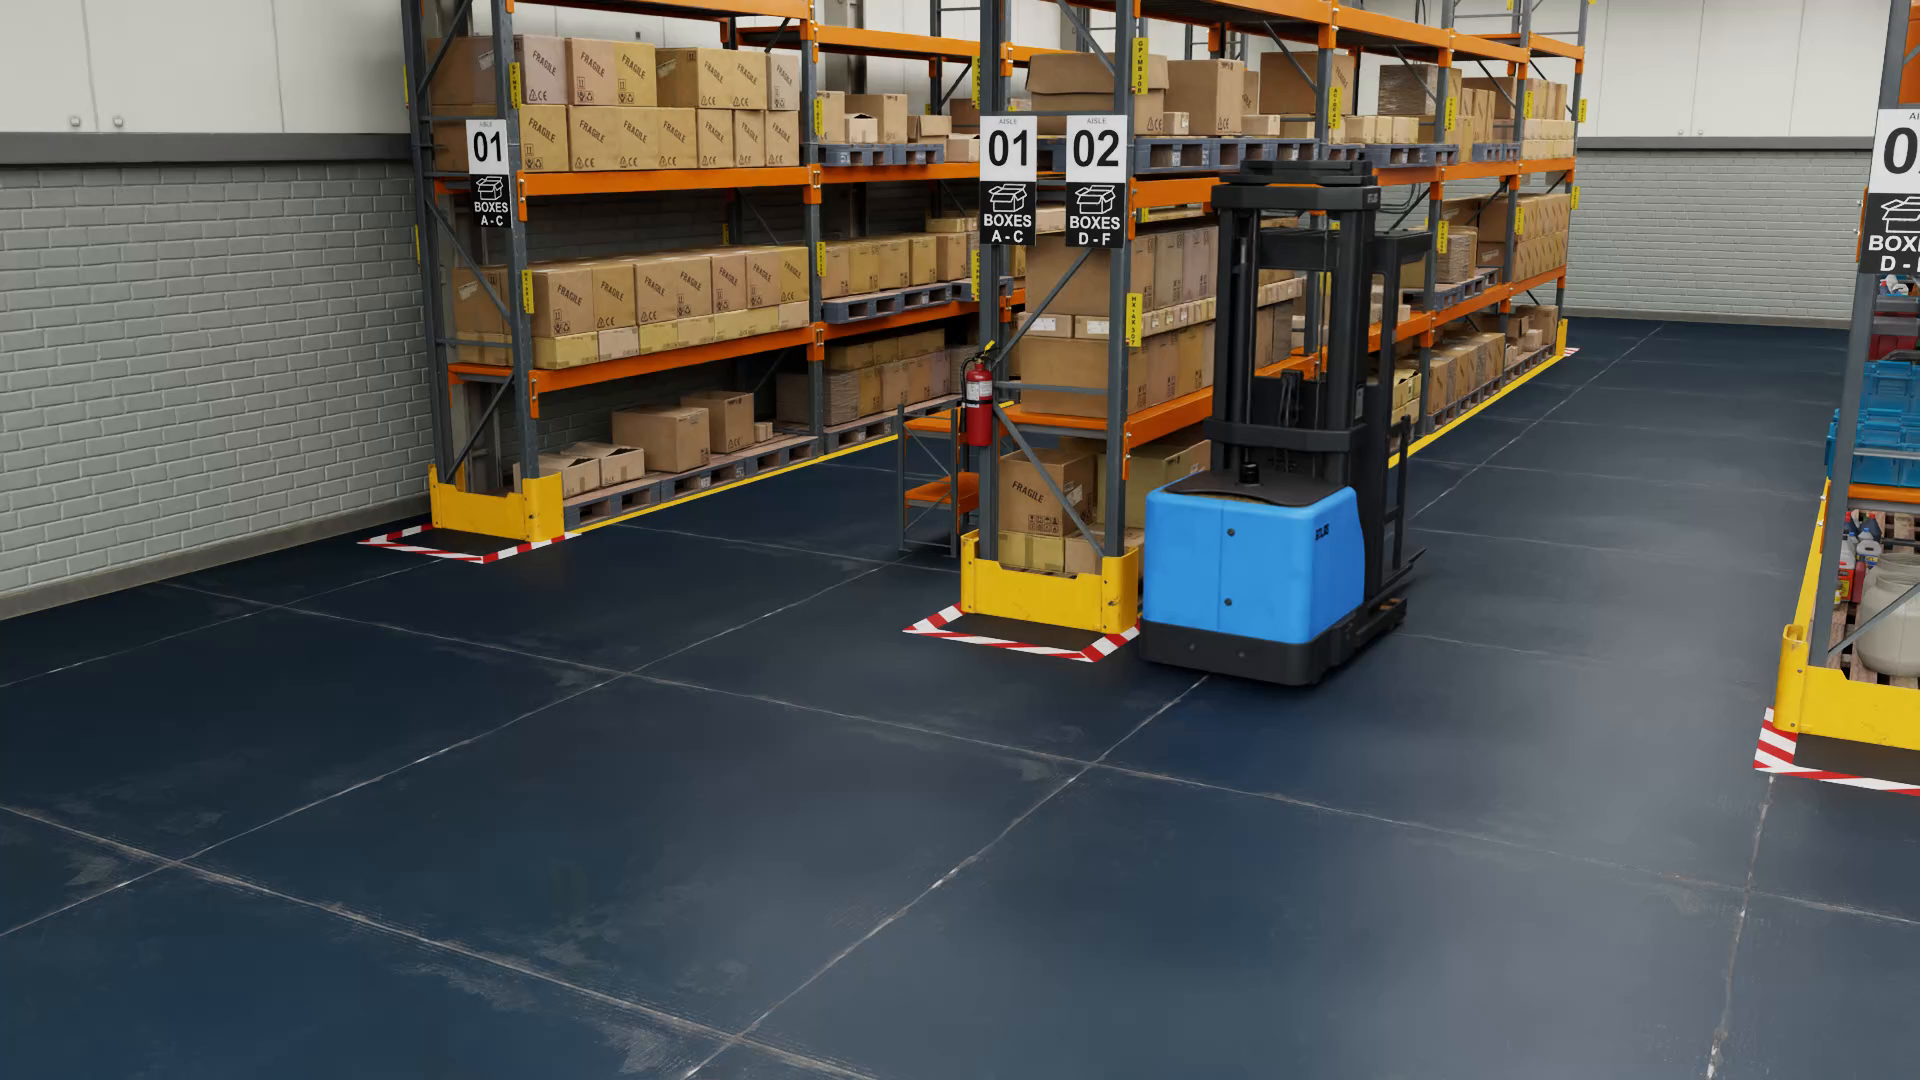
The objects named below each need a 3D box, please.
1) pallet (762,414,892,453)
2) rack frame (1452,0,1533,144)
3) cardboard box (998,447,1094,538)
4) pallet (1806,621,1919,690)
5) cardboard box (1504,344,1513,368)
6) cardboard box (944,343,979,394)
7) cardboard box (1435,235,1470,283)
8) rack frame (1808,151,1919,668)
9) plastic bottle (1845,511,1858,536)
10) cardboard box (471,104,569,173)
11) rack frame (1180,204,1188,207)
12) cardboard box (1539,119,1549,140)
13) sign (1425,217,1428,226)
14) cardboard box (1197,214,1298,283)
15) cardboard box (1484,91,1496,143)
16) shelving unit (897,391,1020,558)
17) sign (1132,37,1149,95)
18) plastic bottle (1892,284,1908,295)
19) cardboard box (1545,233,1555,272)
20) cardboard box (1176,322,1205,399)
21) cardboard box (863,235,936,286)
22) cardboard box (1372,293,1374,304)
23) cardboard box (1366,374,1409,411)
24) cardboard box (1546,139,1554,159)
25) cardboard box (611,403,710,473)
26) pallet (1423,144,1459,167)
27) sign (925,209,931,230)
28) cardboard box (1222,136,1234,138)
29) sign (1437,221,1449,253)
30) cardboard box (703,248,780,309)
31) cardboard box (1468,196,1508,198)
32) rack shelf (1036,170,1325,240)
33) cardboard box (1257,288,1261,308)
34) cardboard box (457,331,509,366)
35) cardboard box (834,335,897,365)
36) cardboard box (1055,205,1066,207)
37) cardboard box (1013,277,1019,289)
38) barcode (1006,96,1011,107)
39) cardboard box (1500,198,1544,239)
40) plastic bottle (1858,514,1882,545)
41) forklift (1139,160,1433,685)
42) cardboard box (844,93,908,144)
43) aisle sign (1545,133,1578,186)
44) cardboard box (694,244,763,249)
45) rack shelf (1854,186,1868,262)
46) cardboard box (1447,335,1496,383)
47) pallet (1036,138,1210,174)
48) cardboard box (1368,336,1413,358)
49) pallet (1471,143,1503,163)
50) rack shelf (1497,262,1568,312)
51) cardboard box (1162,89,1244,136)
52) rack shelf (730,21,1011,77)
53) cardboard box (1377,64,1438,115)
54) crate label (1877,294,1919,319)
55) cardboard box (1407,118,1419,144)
[{"bbox_3d":[-1.441,-1.147,17.339,1.003,0.211,1.213,7,15,28],"label":"pallet"},{"bbox_3d":[6.389,-6.339,20.129,1.000,3.000,0.127,7,15,28],"label":"rack frame"},{"bbox_3d":[0.587,-0.337,11.401,0.500,0.500,0.500,7,15,28],"label":"cardboard box"},{"bbox_3d":[5.316,0.770,9.391,1.003,0.211,1.213,7,15,28],"label":"pallet"},{"bbox_3d":[6.782,-2.391,21.351,0.500,0.311,0.500,7,15,28],"label":"cardboard box"},{"bbox_3d":[-0.185,-2.008,19.357,0.700,0.500,0.500,8,16,29],"label":"cardboard box"},{"bbox_3d":[5.271,-3.163,18.644,0.700,0.500,0.500,11,17,38],"label":"cardboard box"},{"bbox_3d":[4.923,-0.399,8.289,1.000,3.000,0.127,7,15,28],"label":"rack frame"},{"bbox_3d":[6.103,-0.027,11.460,0.144,0.351,0.185,8,16,30],"label":"plastic bottle"},{"bbox_3d":[-3.369,-3.078,12.746,0.500,0.500,0.500,8,16,30],"label":"cardboard box"},{"bbox_3d":[3.985,-4.804,26.561,1.000,3.000,0.127,7,15,28],"label":"rack frame"},{"bbox_3d":[7.334,-5.327,21.583,0.500,0.250,0.500,7,15,28],"label":"cardboard box"},{"bbox_3d":[5.911,-3.904,20.979,0.100,0.325,0.005,7,15,28],"label":"sign"},{"bbox_3d":[2.313,-2.369,13.480,0.700,0.500,0.500,7,15,28],"label":"cardboard box"},{"bbox_3d":[6.081,-5.088,20.014,0.600,0.600,0.600,6,15,23],"label":"cardboard box"},{"bbox_3d":[0.003,-0.548,12.907,0.538,1.125,1.048,7,15,28],"label":"shelving unit"},{"bbox_3d":[1.071,-2.819,9.891,0.100,0.325,0.005,7,15,28],"label":"sign"},{"bbox_3d":[9.852,-2.542,17.441,0.152,0.276,0.135,7,15,28],"label":"plastic bottle"},{"bbox_3d":[7.851,-3.961,22.850,0.500,0.500,0.500,8,15,28],"label":"cardboard box"},{"bbox_3d":[1.320,-1.314,11.868,0.700,0.500,0.500,7,15,28],"label":"cardboard box"},{"bbox_3d":[-0.684,-3.070,18.214,0.700,0.500,0.500,7,15,28],"label":"cardboard box"},{"bbox_3d":[3.854,-2.398,16.768,0.500,0.311,0.500,7,15,27],"label":"cardboard box"},{"bbox_3d":[4.172,-1.500,16.628,0.500,0.311,0.500,7,15,27],"label":"cardboard box"},{"bbox_3d":[7.568,-5.188,22.071,0.500,0.250,0.500,7,15,28],"label":"cardboard box"},{"bbox_3d":[-2.663,-0.914,14.819,0.700,0.500,0.500,6,15,25],"label":"cardboard box"},{"bbox_3d":[4.206,-3.819,16.479,1.213,0.211,1.003,8,16,31],"label":"pallet"},{"bbox_3d":[-0.370,-3.788,19.875,0.100,0.325,0.005,7,15,28],"label":"sign"},{"bbox_3d":[3.863,-6.262,25.418,0.500,0.250,0.500,8,16,30],"label":"cardboard box"},{"bbox_3d":[4.943,-3.103,17.034,0.100,0.325,0.005,7,15,28],"label":"sign"},{"bbox_3d":[-2.010,-2.408,15.301,0.500,0.500,0.500,7,15,28],"label":"cardboard box"},{"bbox_3d":[7.141,-4.403,22.549,0.500,0.500,0.500,7,15,28],"label":"cardboard box"},{"bbox_3d":[1.555,-2.480,12.055,1.077,0.370,4.000,7,15,28],"label":"rack shelf"},{"bbox_3d":[2.085,-1.857,12.739,0.380,0.149,0.250,7,15,28],"label":"cardboard box"},{"bbox_3d":[-3.694,-1.576,13.449,0.500,0.250,0.500,8,16,29],"label":"cardboard box"},{"bbox_3d":[-1.017,-2.056,17.957,0.500,0.250,0.500,7,15,26],"label":"cardboard box"},{"bbox_3d":[1.547,-4.218,21.638,0.500,0.250,0.500,8,16,29],"label":"cardboard box"},{"bbox_3d":[0.479,-3.092,19.951,0.380,0.149,0.250,7,15,27],"label":"cardboard box"},{"bbox_3d":[0.312,-2.818,10.684,0.001,0.075,0.075,7,15,28],"label":"barcode"},{"bbox_3d":[7.361,-4.234,21.848,0.500,0.500,0.500,7,15,26],"label":"cardboard box"},{"bbox_3d":[6.229,-0.011,11.392,0.144,0.351,0.185,7,15,28],"label":"plastic bottle"},{"bbox_3d":[2.254,-0.895,10.494,1.130,2.935,3.031,8,16,30],"label":"forklift"},{"bbox_3d":[-0.886,-4.409,17.413,0.500,0.500,0.500,7,15,26],"label":"cardboard box"},{"bbox_3d":[8.624,-5.487,23.845,0.394,0.787,0.004,7,15,28],"label":"aisle sign"},{"bbox_3d":[-2.226,-2.571,15.974,0.500,0.500,0.500,7,15,27],"label":"cardboard box"},{"bbox_3d":[5.889,-1.918,9.724,1.077,0.370,4.000,7,15,28],"label":"rack shelf"},{"bbox_3d":[6.155,-2.188,20.102,0.500,0.500,0.500,7,15,28],"label":"cardboard box"},{"bbox_3d":[0.953,-2.518,10.868,1.003,0.211,1.213,7,15,28],"label":"pallet"},{"bbox_3d":[4.726,-2.196,18.538,0.500,0.250,0.500,8,16,30],"label":"cardboard box"},{"bbox_3d":[5.514,-4.451,19.096,1.213,0.211,1.003,7,15,28],"label":"pallet"},{"bbox_3d":[7.356,-3.484,22.618,1.077,0.370,4.000,7,15,28],"label":"rack shelf"},{"bbox_3d":[1.615,-3.239,12.252,0.797,0.503,0.637,9,16,34],"label":"cardboard box"},{"bbox_3d":[-0.849,-5.125,17.479,1.077,0.370,4.000,7,15,28],"label":"rack shelf"},{"bbox_3d":[4.672,-4.684,17.316,0.500,0.500,0.500,7,15,28],"label":"cardboard box"},{"bbox_3d":[8.073,-1.884,14.374,0.502,0.435,0.616,7,15,28],"label":"crate label"},{"bbox_3d":[4.286,-4.092,16.632,0.500,0.250,0.500,6,15,24],"label":"cardboard box"}]
